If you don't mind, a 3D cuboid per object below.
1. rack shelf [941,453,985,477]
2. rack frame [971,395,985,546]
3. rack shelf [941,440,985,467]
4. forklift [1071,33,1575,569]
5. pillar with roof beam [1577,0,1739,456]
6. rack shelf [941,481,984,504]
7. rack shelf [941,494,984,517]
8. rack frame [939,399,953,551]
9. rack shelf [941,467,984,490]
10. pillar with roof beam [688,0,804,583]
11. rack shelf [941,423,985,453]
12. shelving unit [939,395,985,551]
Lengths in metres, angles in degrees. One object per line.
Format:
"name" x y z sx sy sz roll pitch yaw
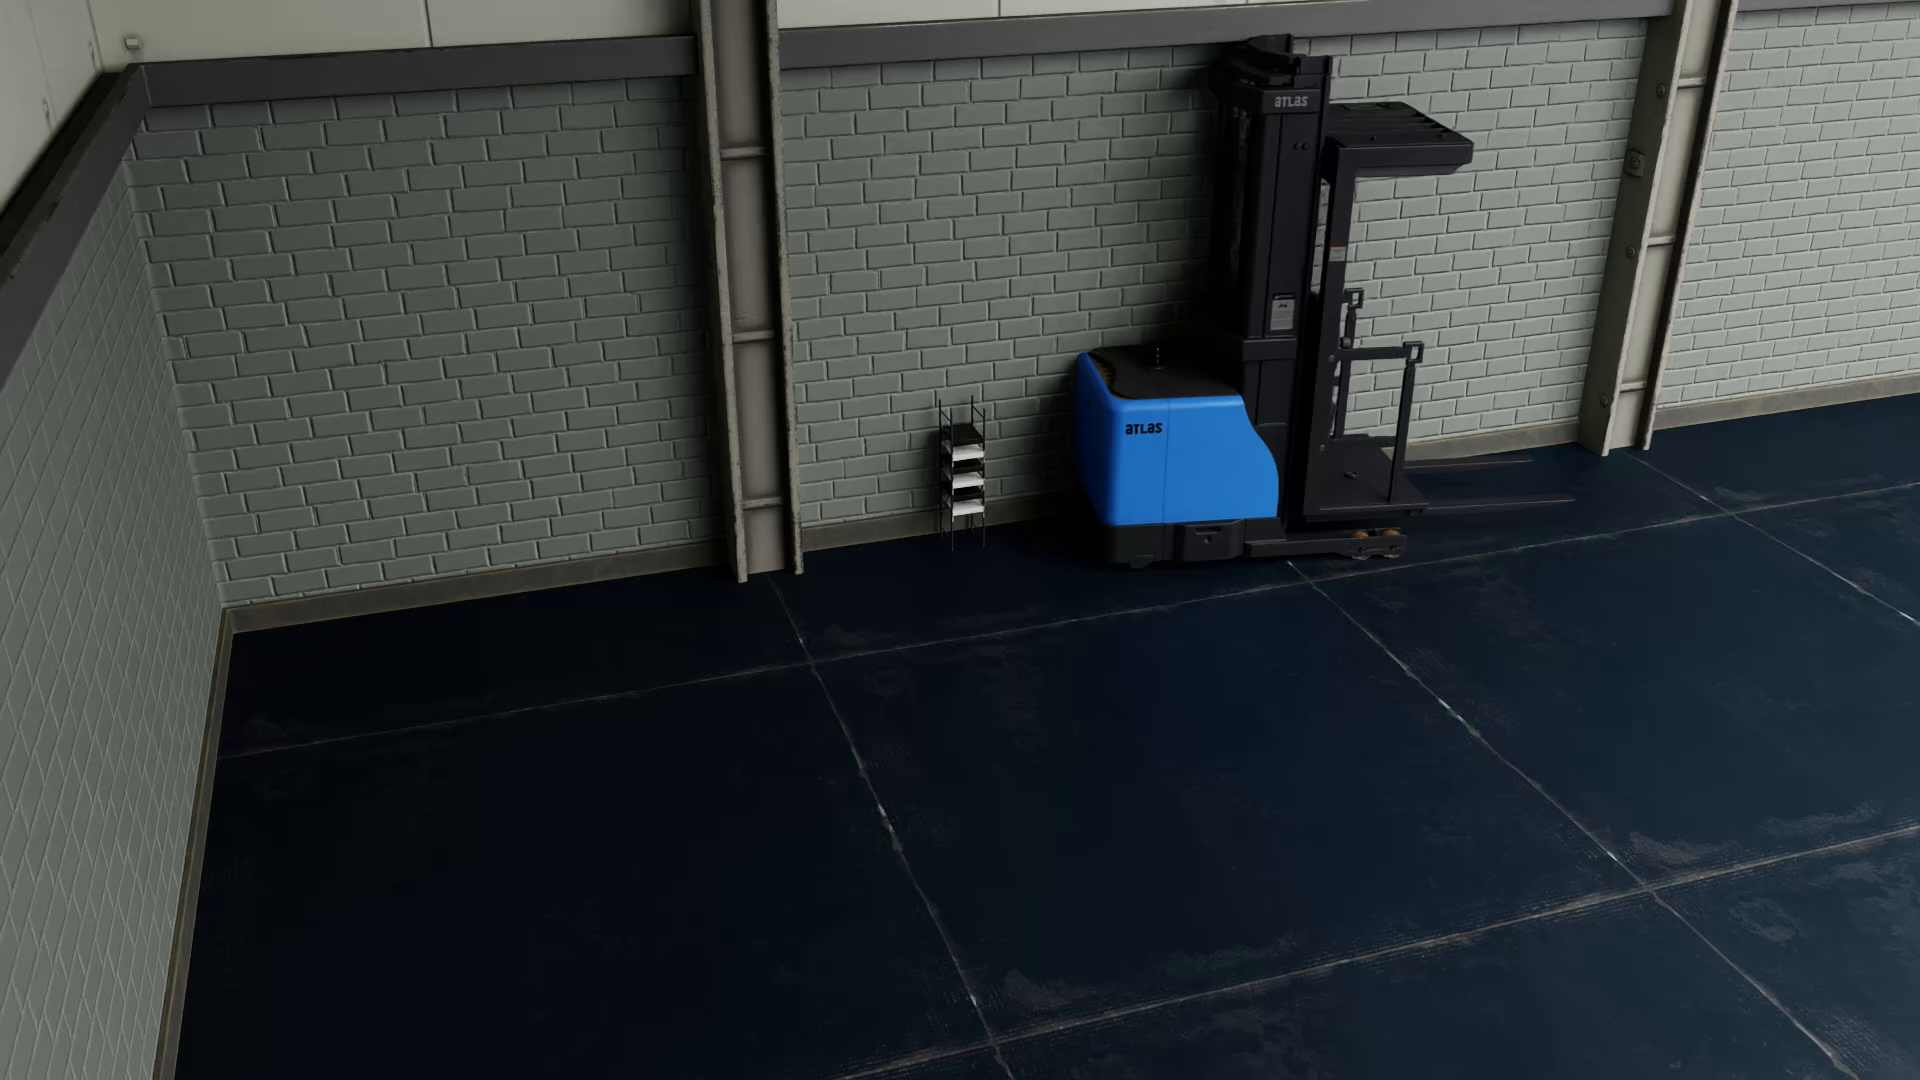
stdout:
"rack shelf" 0.012 -0.451 10.020 0.200 0.077 0.258 -9 28 -17
"rack frame" 0.108 -0.415 10.074 0.006 0.900 0.240 -9 28 -17
"rack shelf" 0.012 -0.532 9.980 0.200 0.077 0.258 -9 28 -17
"forklift" 2.253 -1.422 9.819 3.031 2.935 1.130 -3 27 -7
"pillar with roof beam" 5.876 -2.878 5.928 0.400 9.000 9.100 -8 28 -16
"rack shelf" 0.012 -0.290 10.100 0.200 0.077 0.258 -9 28 -17
"rack shelf" 0.012 -0.210 10.140 0.200 0.077 0.258 -9 28 -17
"rack frame" -0.084 -0.386 10.016 0.006 0.900 0.240 -9 28 -17
"rack shelf" 0.012 -0.371 10.060 0.200 0.077 0.258 -9 28 -17
"pillar with roof beam" 0.171 -2.052 4.263 0.400 9.000 9.100 -8 28 -16
"rack shelf" 0.012 -0.613 9.940 0.200 0.077 0.258 -9 28 -17
"shelving unit" 0.012 -0.401 10.045 0.210 0.900 0.258 -9 28 -17
